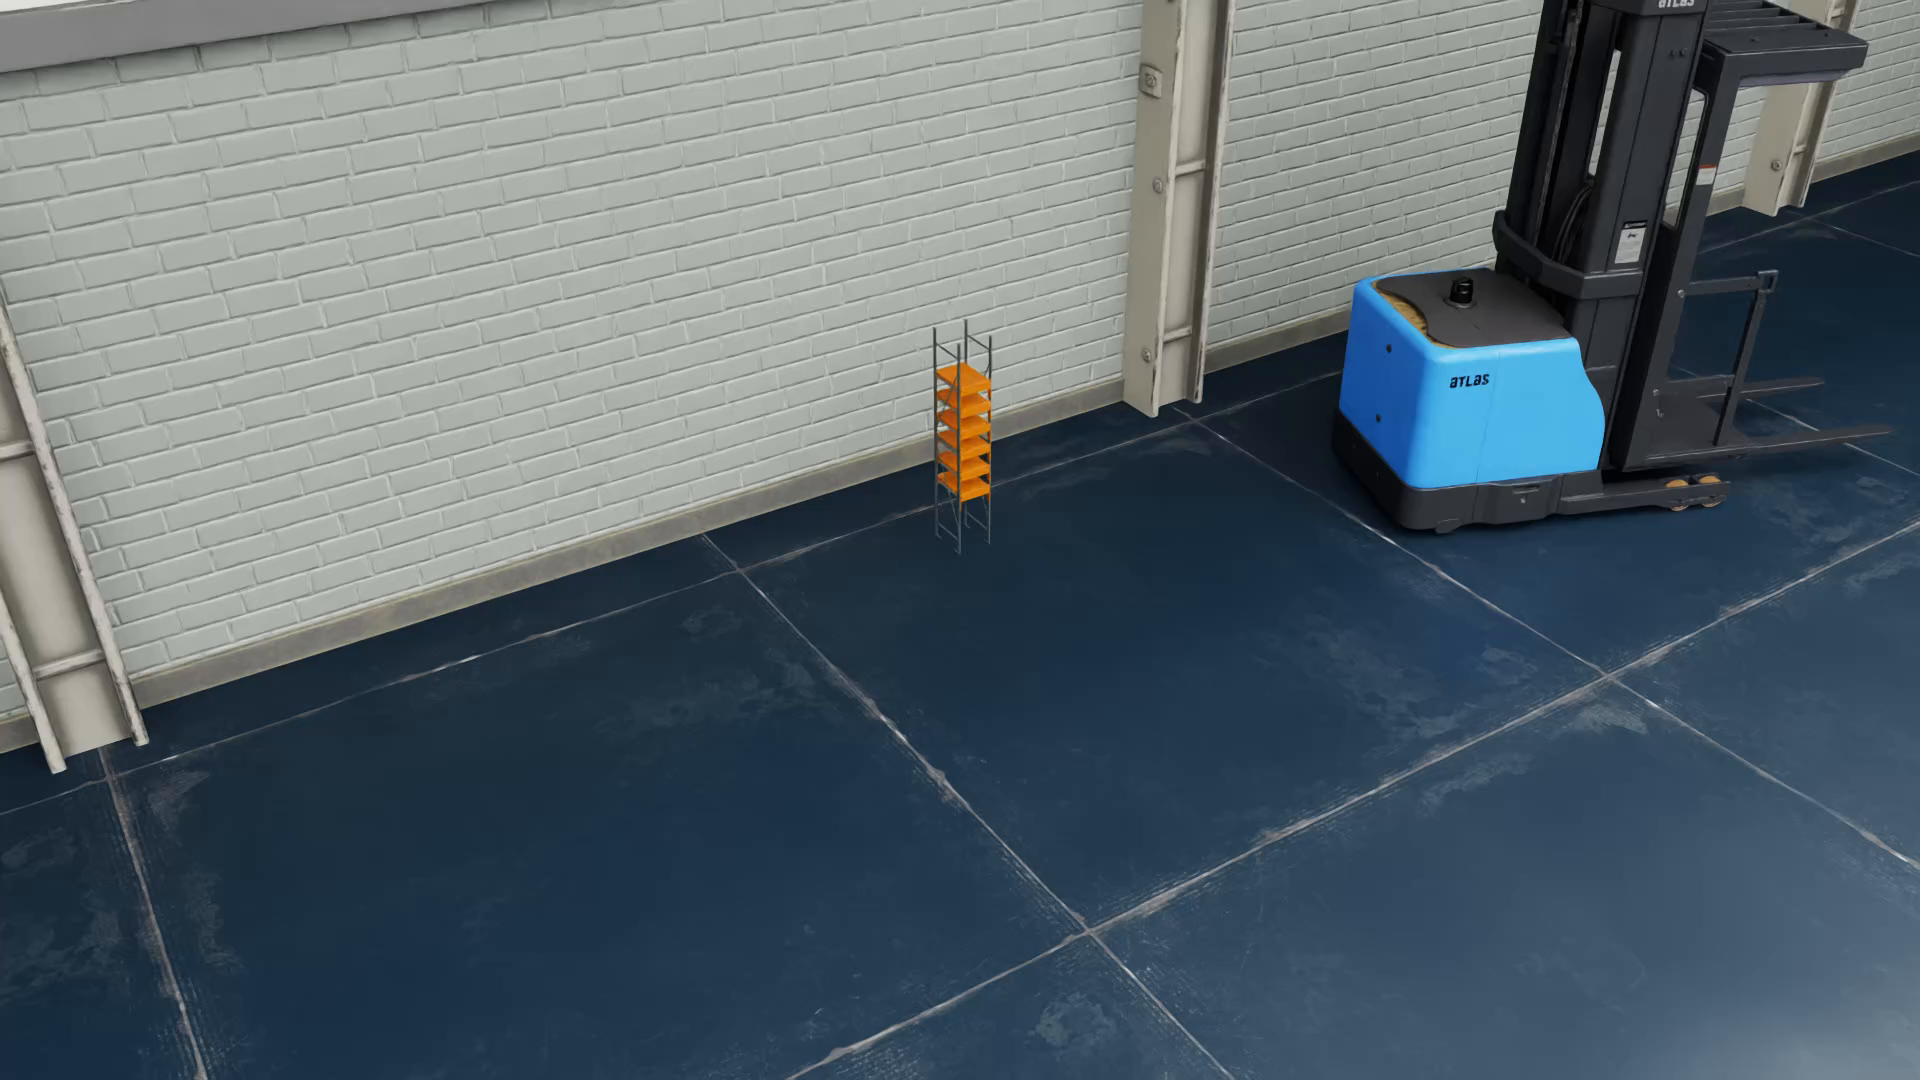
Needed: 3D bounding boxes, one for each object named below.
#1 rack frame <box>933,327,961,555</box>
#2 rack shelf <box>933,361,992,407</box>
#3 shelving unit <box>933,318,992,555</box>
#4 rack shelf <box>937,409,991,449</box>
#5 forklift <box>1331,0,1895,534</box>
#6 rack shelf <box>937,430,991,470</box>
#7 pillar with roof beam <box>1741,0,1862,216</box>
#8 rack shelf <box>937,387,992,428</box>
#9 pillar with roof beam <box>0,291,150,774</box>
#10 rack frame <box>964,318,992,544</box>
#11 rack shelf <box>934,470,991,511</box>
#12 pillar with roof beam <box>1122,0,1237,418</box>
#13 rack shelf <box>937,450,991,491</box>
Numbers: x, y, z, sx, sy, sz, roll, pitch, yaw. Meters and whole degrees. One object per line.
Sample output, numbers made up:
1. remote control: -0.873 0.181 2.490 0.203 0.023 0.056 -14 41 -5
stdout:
1. rack frame: -0.065 -0.485 8.395 0.006 1.200 0.240 -19 37 -27
2. rack shelf: 0.012 -0.779 8.268 0.180 0.103 0.258 -19 37 -27
3. shelving unit: 0.012 -0.512 8.437 0.189 1.200 0.258 -19 37 -27
4. rack shelf: 0.012 -0.576 8.396 0.180 0.103 0.258 -19 37 -27
5. forklift: 3.687 -1.667 8.645 3.031 2.935 1.130 -7 33 -10
6. rack shelf: 0.012 -0.474 8.460 0.180 0.103 0.258 -19 37 -27
7. pillar with roof beam: 8.597 -4.463 7.390 0.400 9.000 9.100 -19 37 -27
8. rack shelf: 0.012 -0.677 8.332 0.180 0.103 0.258 -19 37 -27
9. pillar with roof beam: -1.489 -0.994 1.892 0.400 9.000 9.100 -19 37 -27
10. rack frame: 0.089 -0.538 8.478 0.006 1.200 0.240 -19 37 -27
11. rack shelf: 0.012 -0.271 8.588 0.180 0.103 0.258 -19 37 -27
12. pillar with roof beam: 3.554 -2.729 4.641 0.400 9.000 9.100 -19 37 -27
13. rack shelf: 0.012 -0.373 8.524 0.180 0.103 0.258 -19 37 -27
